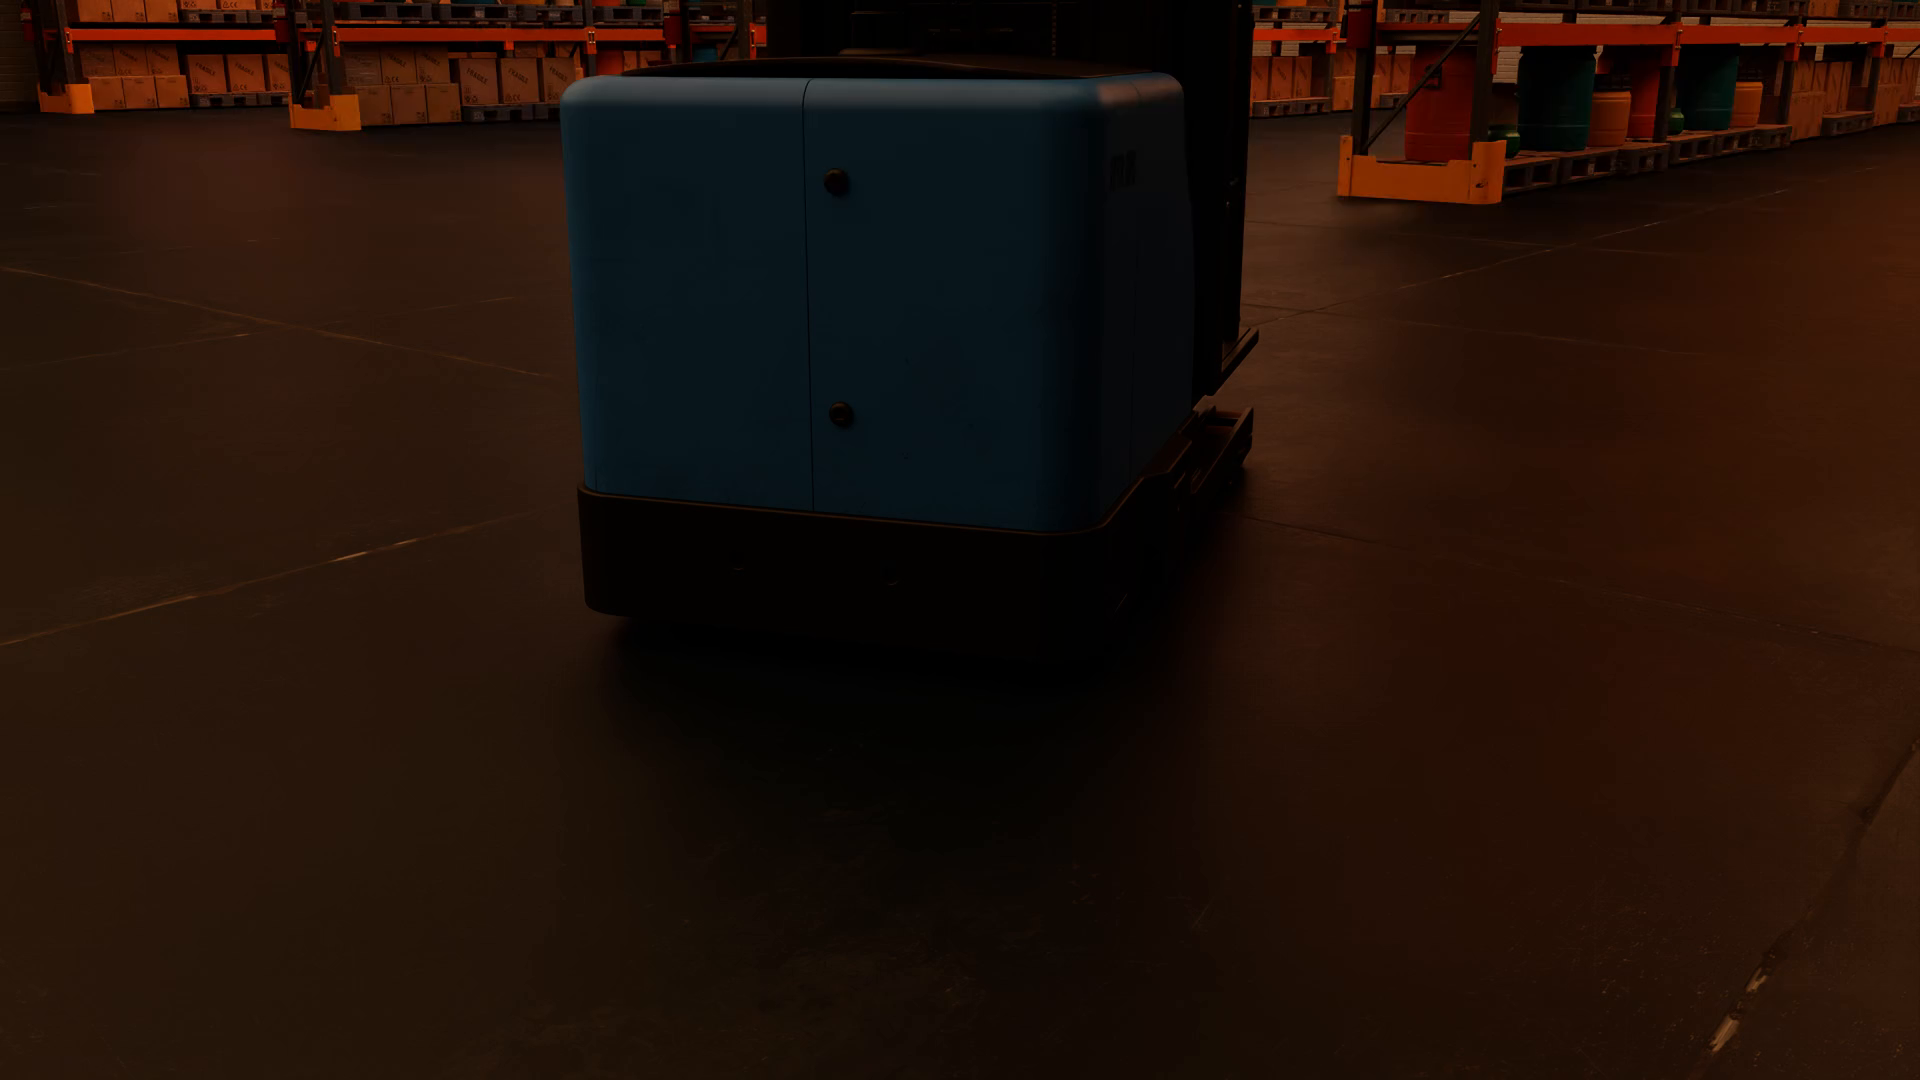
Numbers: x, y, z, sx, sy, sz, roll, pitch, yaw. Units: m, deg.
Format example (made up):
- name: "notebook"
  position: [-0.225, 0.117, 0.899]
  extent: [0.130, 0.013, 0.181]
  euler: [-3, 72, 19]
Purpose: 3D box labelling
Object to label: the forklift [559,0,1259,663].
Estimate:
- name: "forklift"
  position: [0.182, -1.571, 4.072]
  extent: [1.130, 2.935, 3.031]
  euler: [5, 18, 17]
